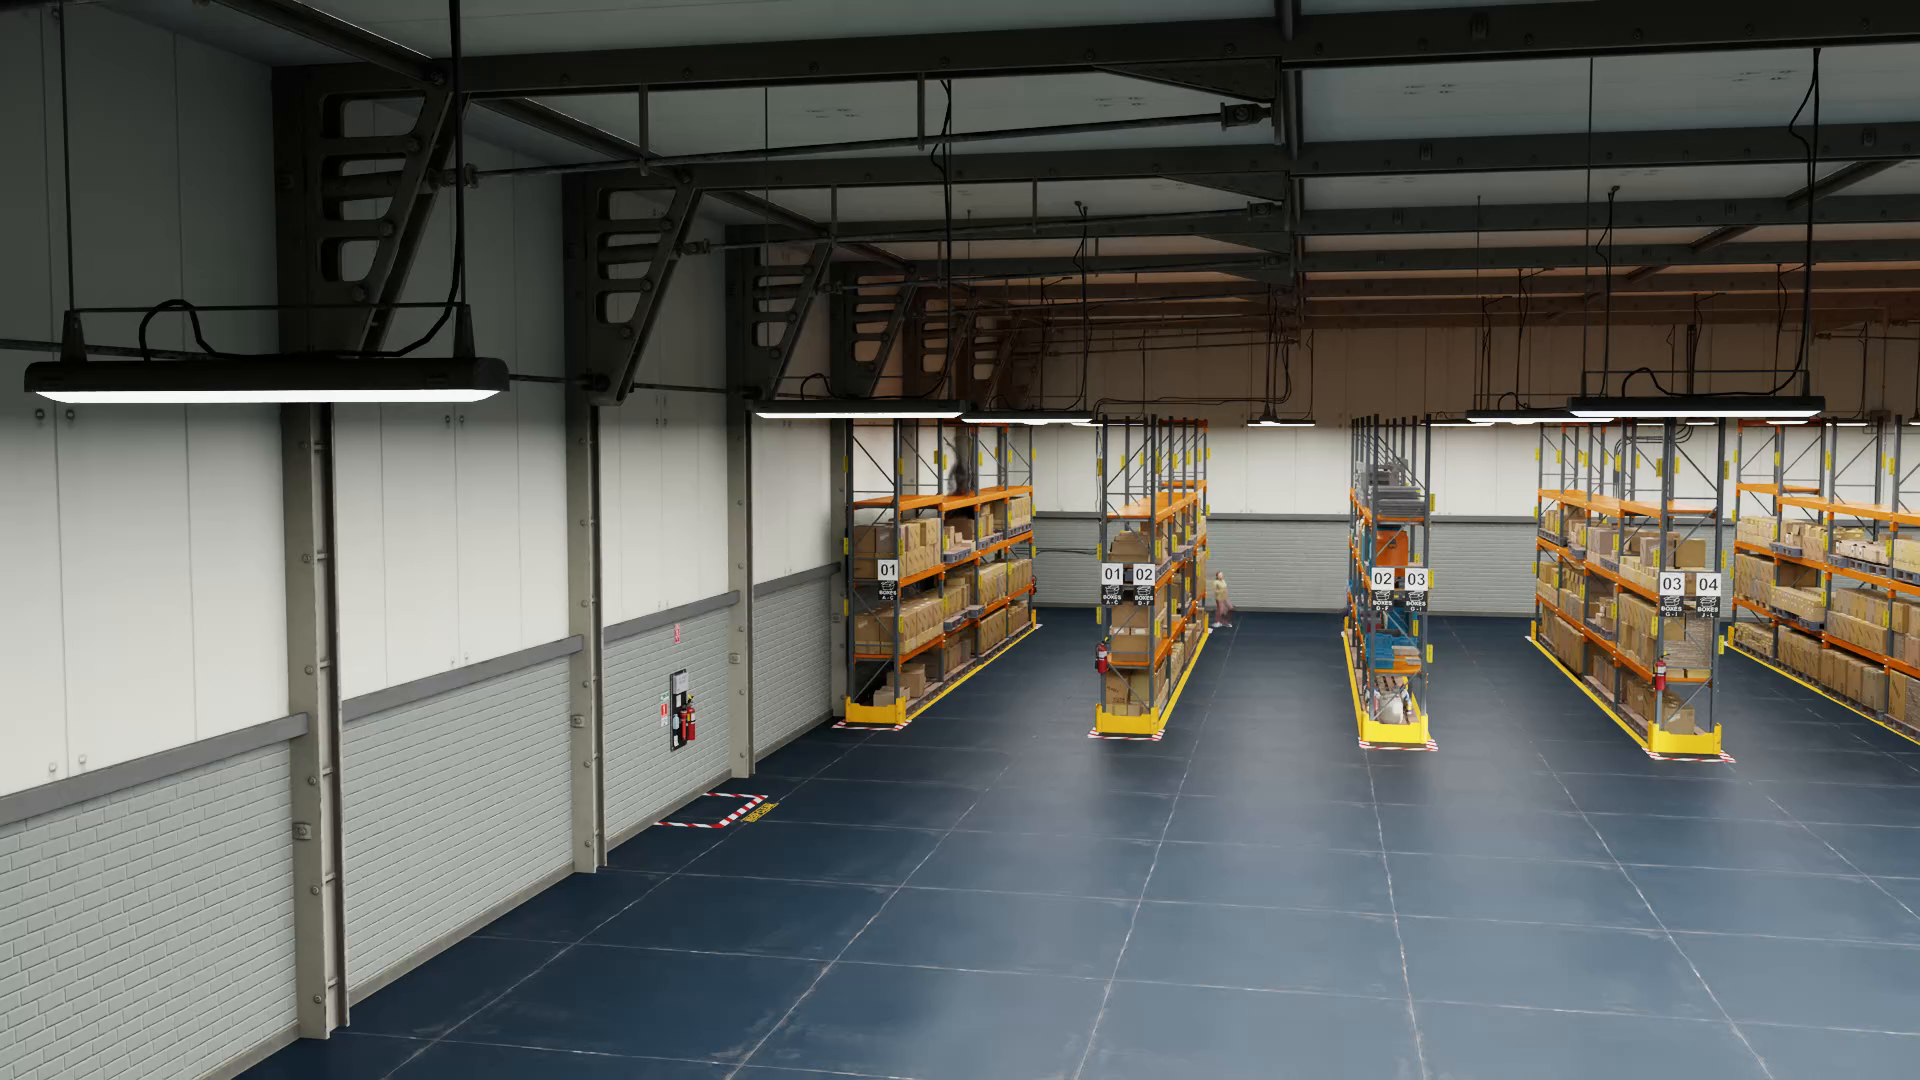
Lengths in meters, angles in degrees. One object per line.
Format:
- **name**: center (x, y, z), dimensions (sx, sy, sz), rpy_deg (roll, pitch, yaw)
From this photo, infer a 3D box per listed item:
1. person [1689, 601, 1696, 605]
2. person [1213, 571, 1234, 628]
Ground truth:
- **person**: center (19.215, 1.969, 43.367), dimensions (0.608, 1.717, 0.874), rpy_deg (0, 4, 3)
- **person**: center (7.511, 1.725, 47.970), dimensions (0.576, 1.678, 0.692), rpy_deg (-2, 4, -28)
